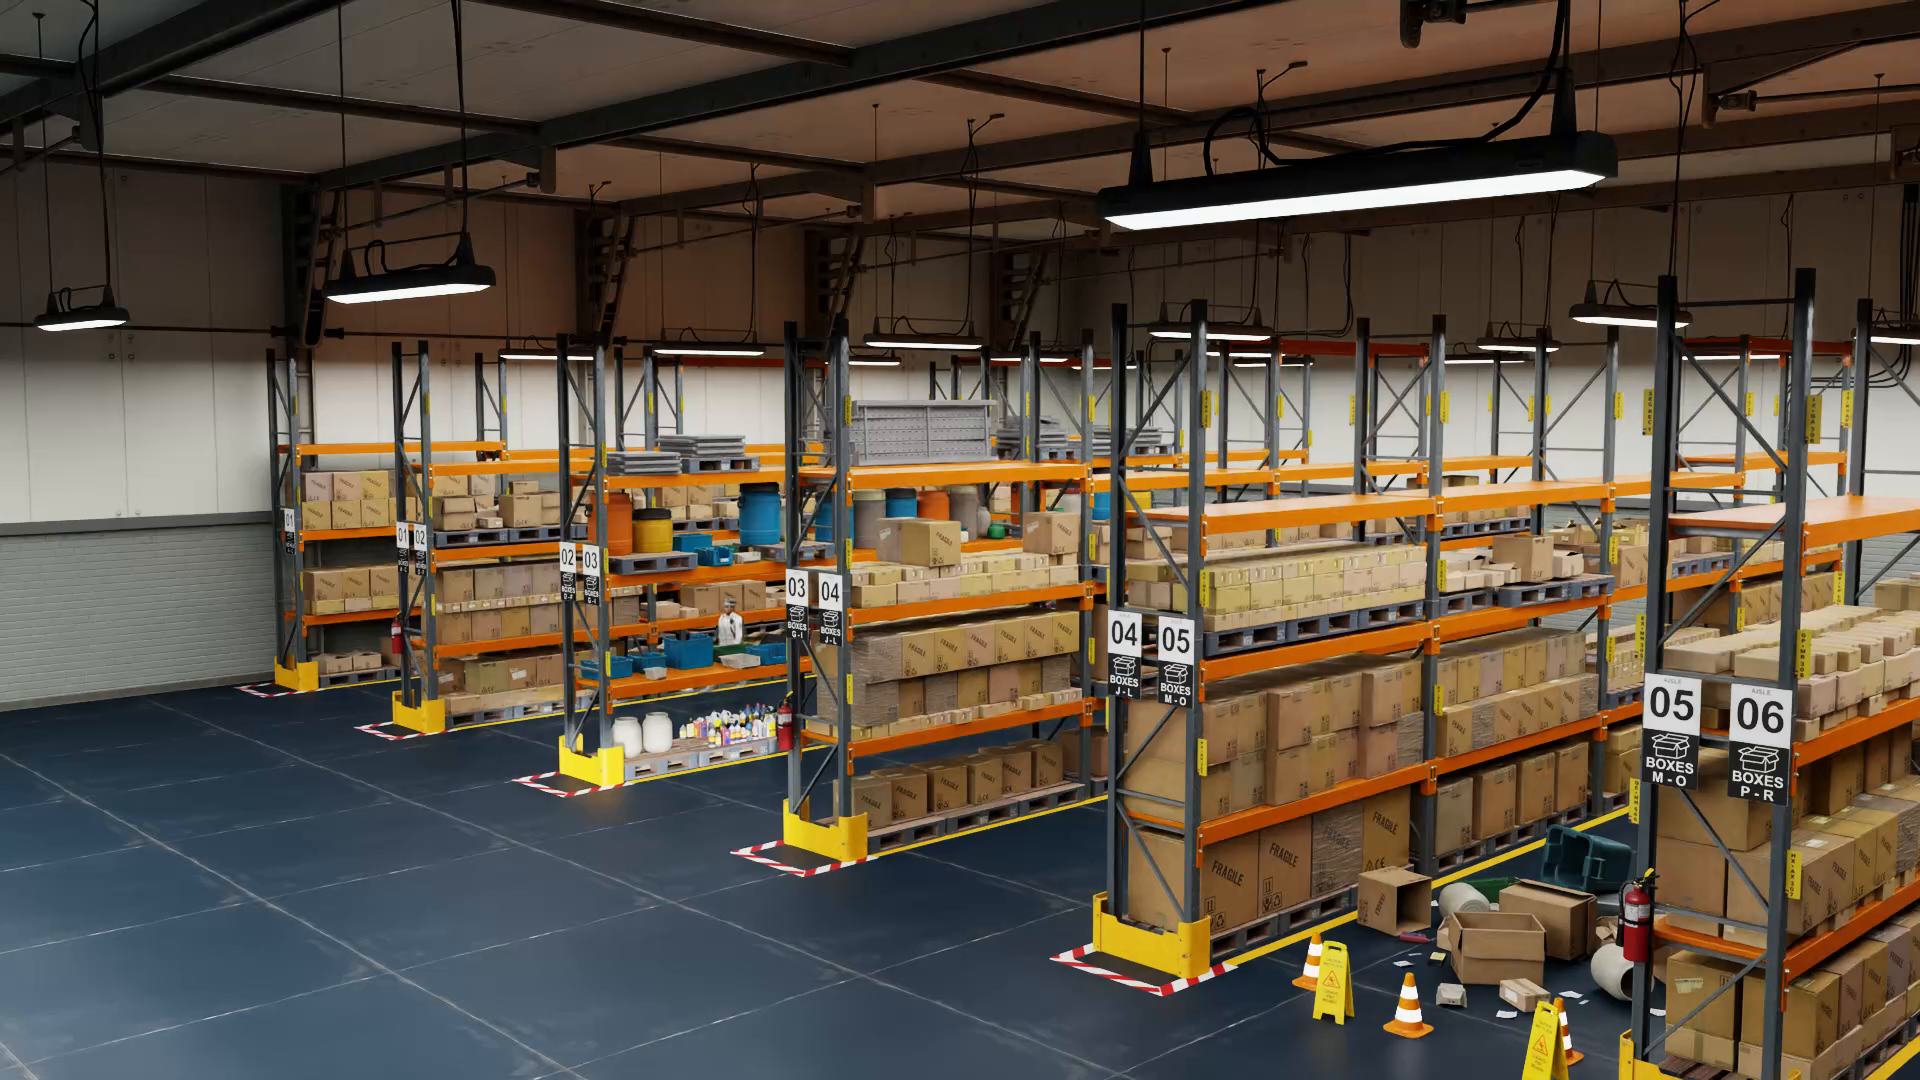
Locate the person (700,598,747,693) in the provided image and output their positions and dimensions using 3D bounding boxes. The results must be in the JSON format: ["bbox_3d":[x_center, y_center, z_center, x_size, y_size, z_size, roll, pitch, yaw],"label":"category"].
[{"bbox_3d":[-3.882,1.746,27.684,0.531,1.540,1.064,2,5,17],"label":"person"}]
